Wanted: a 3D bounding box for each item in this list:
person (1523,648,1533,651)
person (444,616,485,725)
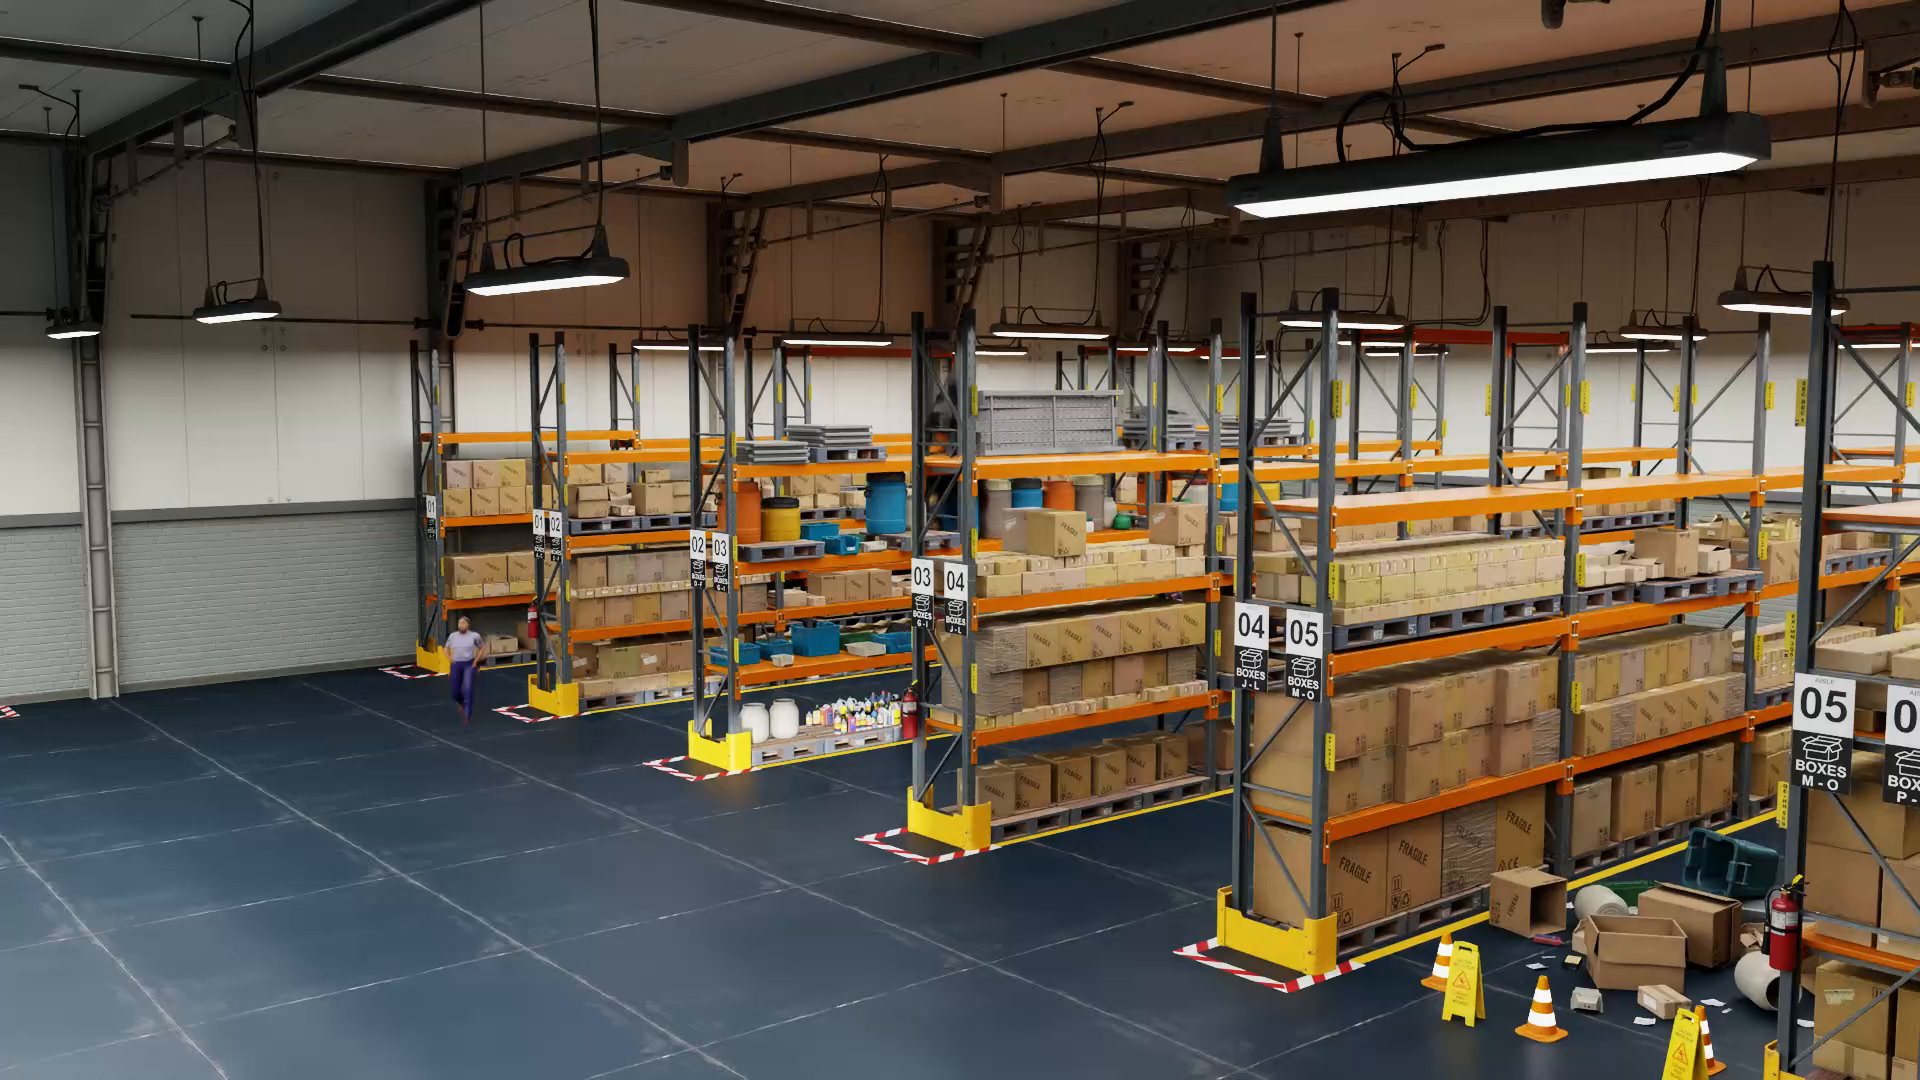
[{"bbox_3d":[7.568,2.290,22.063,0.715,1.744,0.595,-5,7,-43],"label":"person"},{"bbox_3d":[-7.659,2.009,25.680,0.608,1.650,0.717,0,5,-3],"label":"person"}]
